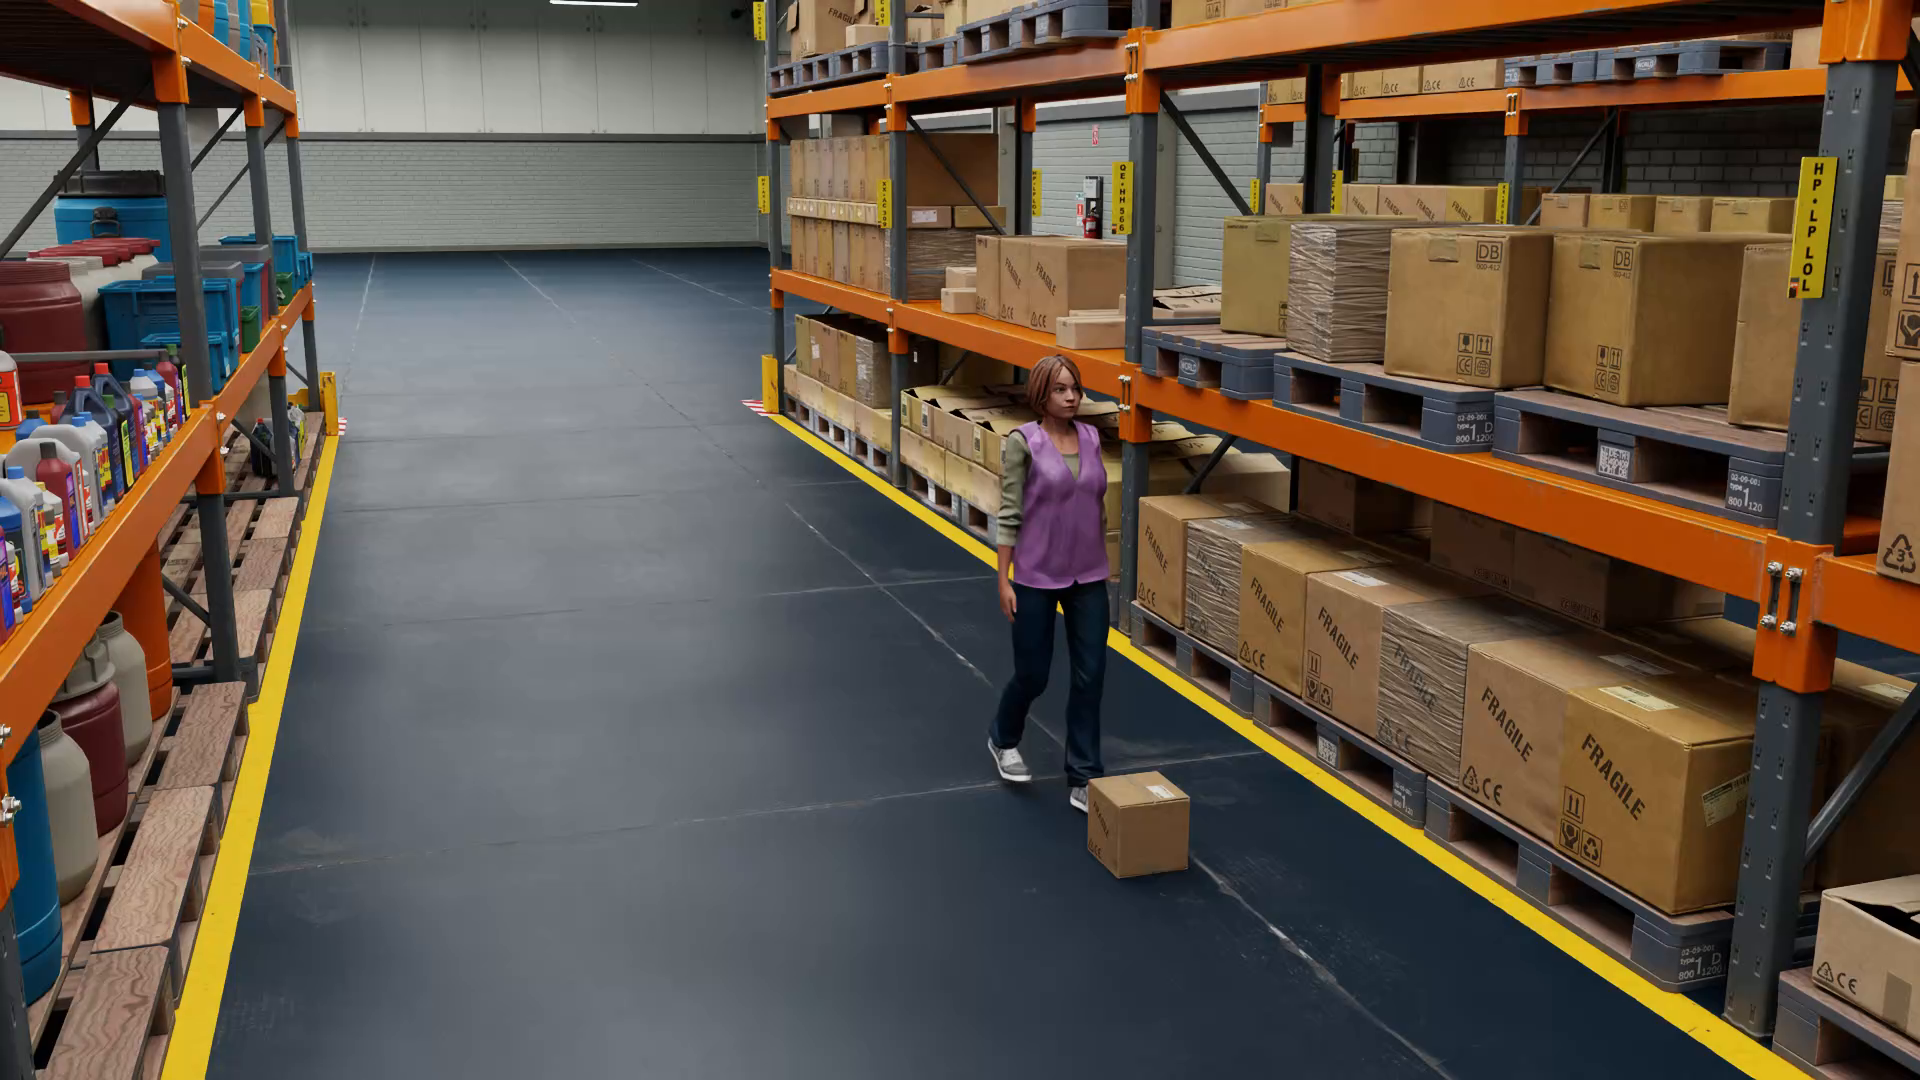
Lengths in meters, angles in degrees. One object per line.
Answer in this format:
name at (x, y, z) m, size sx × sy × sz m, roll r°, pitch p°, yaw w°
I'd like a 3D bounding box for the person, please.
person at (0.339, 0.146, 5.800) m, size 0.430 × 1.582 × 0.671 m, roll -5°, pitch 14°, yaw -21°
